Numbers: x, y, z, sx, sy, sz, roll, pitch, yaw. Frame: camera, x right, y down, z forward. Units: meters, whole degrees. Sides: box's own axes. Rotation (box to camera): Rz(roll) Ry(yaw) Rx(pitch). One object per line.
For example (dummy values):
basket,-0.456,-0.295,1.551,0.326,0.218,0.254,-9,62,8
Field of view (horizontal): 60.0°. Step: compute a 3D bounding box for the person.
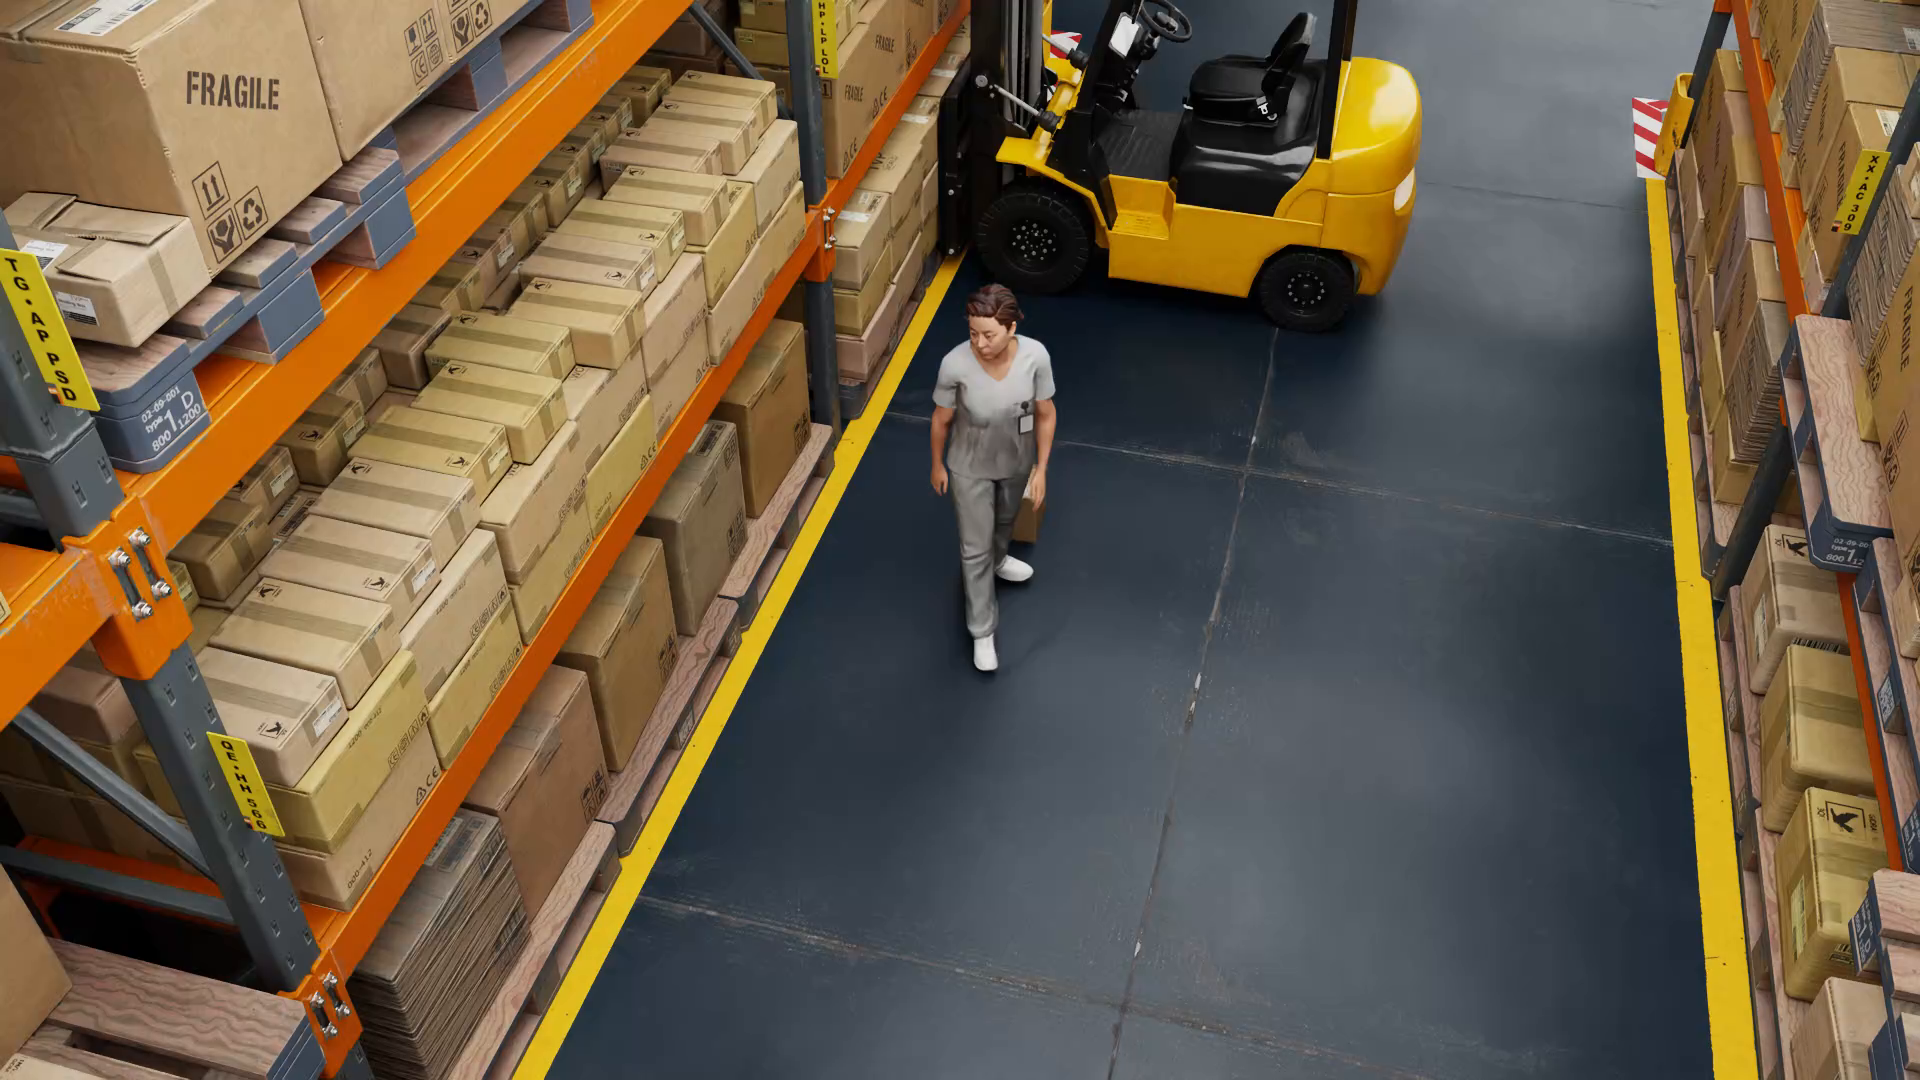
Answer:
person,0.131,-0.302,6.499,0.484,1.660,0.701,-11,42,-13
